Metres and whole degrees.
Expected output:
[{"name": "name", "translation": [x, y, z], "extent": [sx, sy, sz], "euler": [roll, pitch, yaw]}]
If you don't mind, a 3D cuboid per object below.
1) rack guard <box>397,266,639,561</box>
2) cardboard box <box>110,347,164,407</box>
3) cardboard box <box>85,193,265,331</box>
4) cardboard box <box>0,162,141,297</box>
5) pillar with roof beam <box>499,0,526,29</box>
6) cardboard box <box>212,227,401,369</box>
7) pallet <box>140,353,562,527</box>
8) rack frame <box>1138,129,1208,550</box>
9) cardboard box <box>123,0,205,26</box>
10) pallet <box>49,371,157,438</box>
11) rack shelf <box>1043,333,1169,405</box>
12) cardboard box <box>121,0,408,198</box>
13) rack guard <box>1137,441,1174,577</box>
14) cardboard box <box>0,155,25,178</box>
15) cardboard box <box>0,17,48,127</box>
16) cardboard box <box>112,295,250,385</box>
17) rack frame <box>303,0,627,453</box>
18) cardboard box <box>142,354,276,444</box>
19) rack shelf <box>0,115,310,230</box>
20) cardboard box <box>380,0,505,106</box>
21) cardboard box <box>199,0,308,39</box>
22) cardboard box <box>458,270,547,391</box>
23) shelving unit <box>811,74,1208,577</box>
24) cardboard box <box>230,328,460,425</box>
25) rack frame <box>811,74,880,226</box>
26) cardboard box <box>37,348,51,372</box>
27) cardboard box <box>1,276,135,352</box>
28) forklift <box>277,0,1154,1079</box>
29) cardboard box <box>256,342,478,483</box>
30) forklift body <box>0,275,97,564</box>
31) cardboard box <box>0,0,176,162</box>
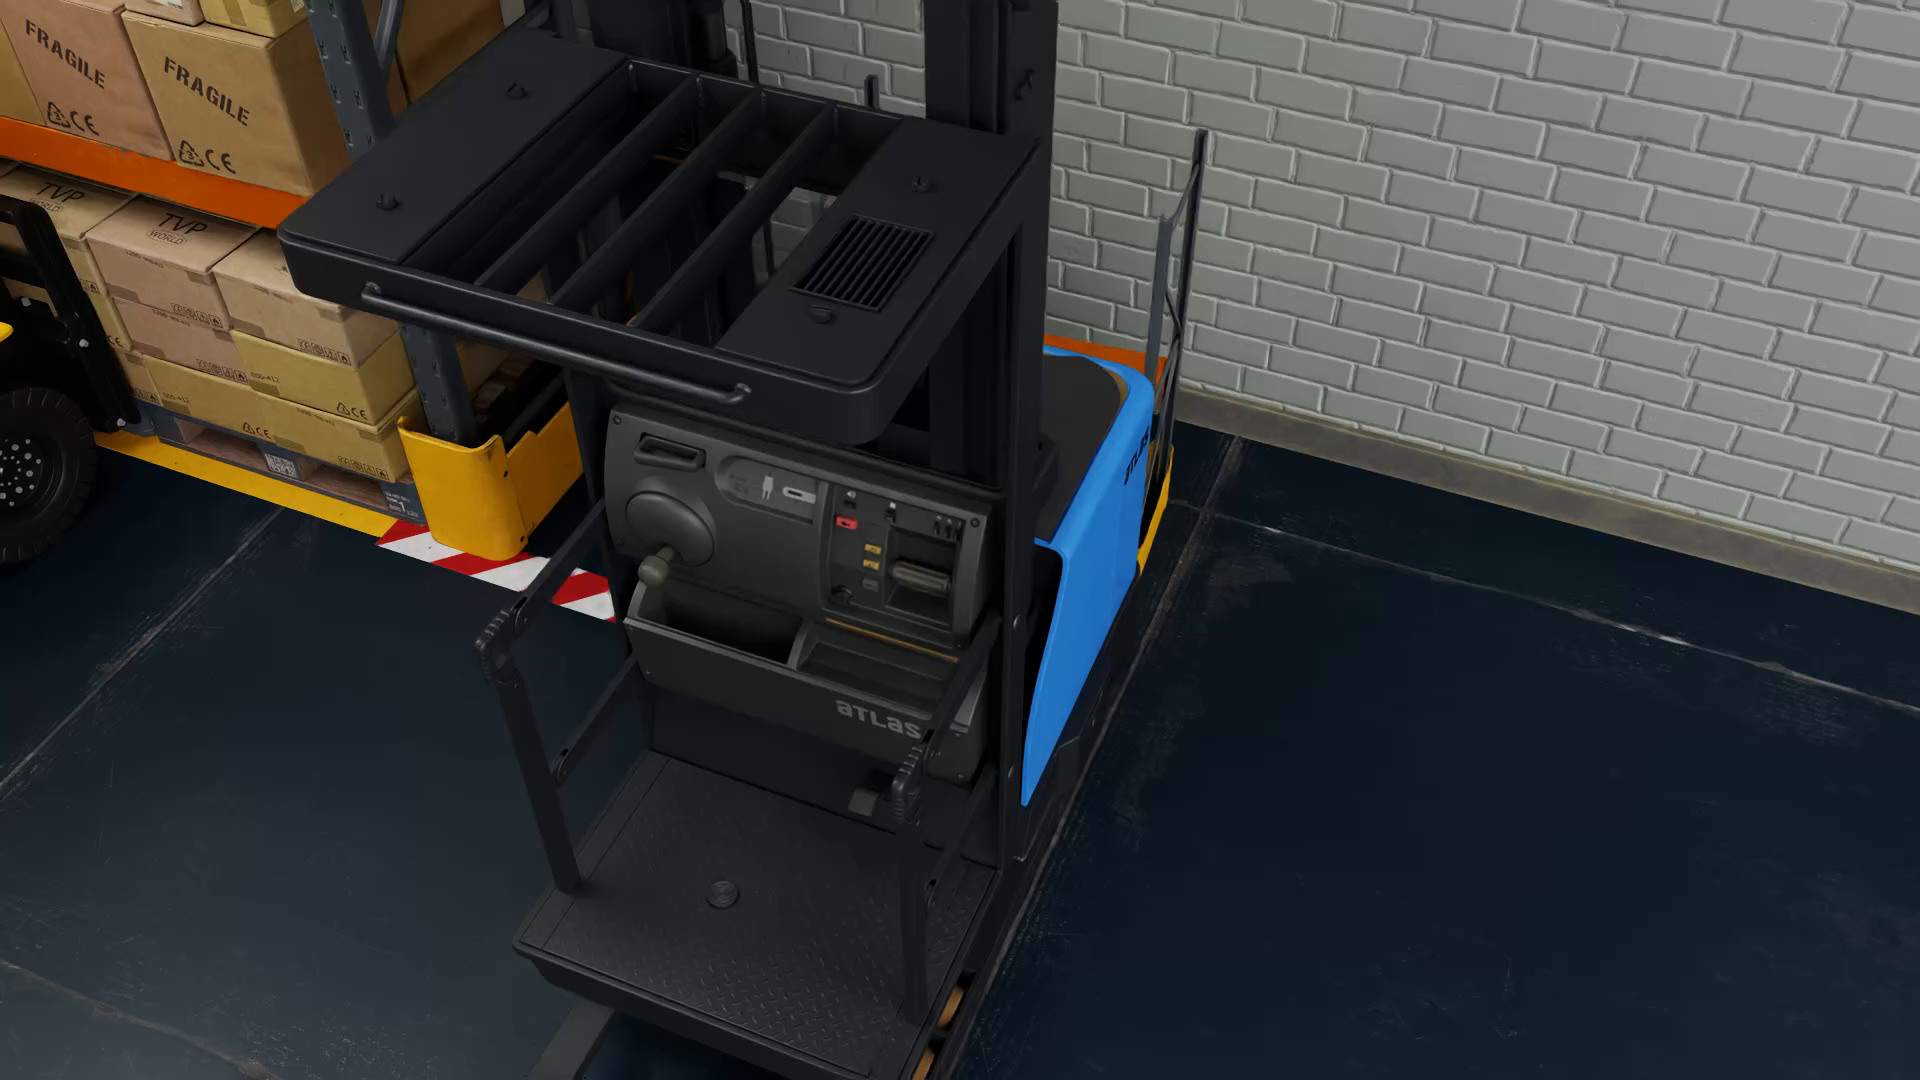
[{"name": "rack guard", "translation": [-1.472, -0.517, 5.915], "extent": [0.348, 0.500, 1.175], "euler": [16, 47, 16]}, {"name": "cardboard box", "translation": [-2.963, -0.789, 6.068], "extent": [0.500, 0.250, 0.500], "euler": [17, 47, 16]}, {"name": "cardboard box", "translation": [-2.513, -0.995, 5.566], "extent": [0.500, 0.250, 0.500], "euler": [17, 47, 17]}, {"name": "cardboard box", "translation": [-2.983, -1.126, 5.697], "extent": [0.500, 0.250, 0.500], "euler": [17, 47, 16]}, {"name": "pillar with roof beam", "translation": [-3.448, -1.510, 0.887], "extent": [0.400, 9.000, 9.100], "euler": [16, 47, 16]}, {"name": "cardboard box", "translation": [-2.040, -0.860, 5.431], "extent": [0.500, 0.250, 0.500], "euler": [18, 48, 17]}, {"name": "pallet", "translation": [-2.217, -0.602, 6.205], "extent": [1.213, 0.211, 1.003], "euler": [16, 47, 16]}, {"name": "rack frame", "translation": [0.629, -0.491, 5.180], "extent": [0.032, 1.500, 0.500], "euler": [13, 46, 13]}, {"name": "cardboard box", "translation": [-2.170, -1.637, 4.738], "extent": [0.250, 0.149, 0.380], "euler": [17, 47, 16]}, {"name": "pallet", "translation": [-3.339, -0.934, 6.539], "extent": [1.213, 0.211, 1.003], "euler": [16, 47, 16]}, {"name": "rack shelf", "translation": [0.145, -0.474, 5.418], "extent": [1.000, 0.185, 0.538], "euler": [13, 46, 13]}, {"name": "cardboard box", "translation": [-2.050, -1.408, 4.967], "extent": [0.500, 0.500, 0.500], "euler": [15, 47, 15]}, {"name": "rack guard", "translation": [0.610, -0.052, 5.625], "extent": [0.087, 0.250, 0.587], "euler": [13, 46, 13]}, {"name": "cardboard box", "translation": [-3.447, -1.268, 5.841], "extent": [0.500, 0.250, 0.500], "euler": [16, 47, 15]}, {"name": "cardboard box", "translation": [-2.998, -1.694, 5.255], "extent": [0.500, 0.500, 0.500], "euler": [16, 47, 15]}, {"name": "cardboard box", "translation": [-2.523, -0.833, 5.758], "extent": [0.500, 0.250, 0.500], "euler": [16, 47, 15]}, {"name": "rack frame", "translation": [-1.495, -1.410, 5.040], "extent": [0.127, 3.000, 1.000], "euler": [16, 47, 16]}, {"name": "cardboard box", "translation": [-2.505, -0.647, 5.925], "extent": [0.500, 0.250, 0.500], "euler": [16, 47, 16]}, {"name": "rack shelf", "translation": [-3.340, -1.698, 5.840], "extent": [4.000, 0.370, 1.077], "euler": [16, 47, 16]}, {"name": "cardboard box", "translation": [-1.845, -1.760, 5.322], "extent": [0.500, 0.500, 0.500], "euler": [18, 48, 17]}, {"name": "cardboard box", "translation": [-1.922, -1.587, 4.687], "extent": [0.250, 0.149, 0.380], "euler": [17, 47, 16]}, {"name": "cardboard box", "translation": [-1.873, -0.844, 6.124], "extent": [0.500, 0.250, 0.500], "euler": [17, 47, 16]}, {"name": "shelving unit", "translation": [0.136, -0.604, 5.293], "extent": [1.083, 1.500, 0.587], "euler": [13, 46, 13]}, {"name": "cardboard box", "translation": [-2.064, -0.690, 5.614], "extent": [0.500, 0.250, 0.500], "euler": [16, 47, 15]}, {"name": "rack frame", "translation": [-0.338, -0.712, 5.403], "extent": [0.032, 1.500, 0.500], "euler": [13, 46, 13]}, {"name": "cardboard box", "translation": [-3.451, -0.915, 6.195], "extent": [0.500, 0.250, 0.500], "euler": [18, 48, 17]}, {"name": "cardboard box", "translation": [-3.007, -0.959, 5.885], "extent": [0.500, 0.250, 0.500], "euler": [15, 47, 15]}, {"name": "forklift", "translation": [-0.463, 0.074, 3.598], "extent": [1.130, 2.935, 3.031], "euler": [16, 47, 16]}, {"name": "cardboard box", "translation": [-2.050, -0.506, 5.783], "extent": [0.500, 0.250, 0.500], "euler": [17, 47, 16]}, {"name": "forklift body", "translation": [-3.947, -0.436, 4.663], "extent": [1.214, 2.155, 2.313], "euler": [16, 47, 16]}, {"name": "cardboard box", "translation": [-2.525, -1.555, 5.115], "extent": [0.500, 0.500, 0.500], "euler": [18, 48, 17]}]
